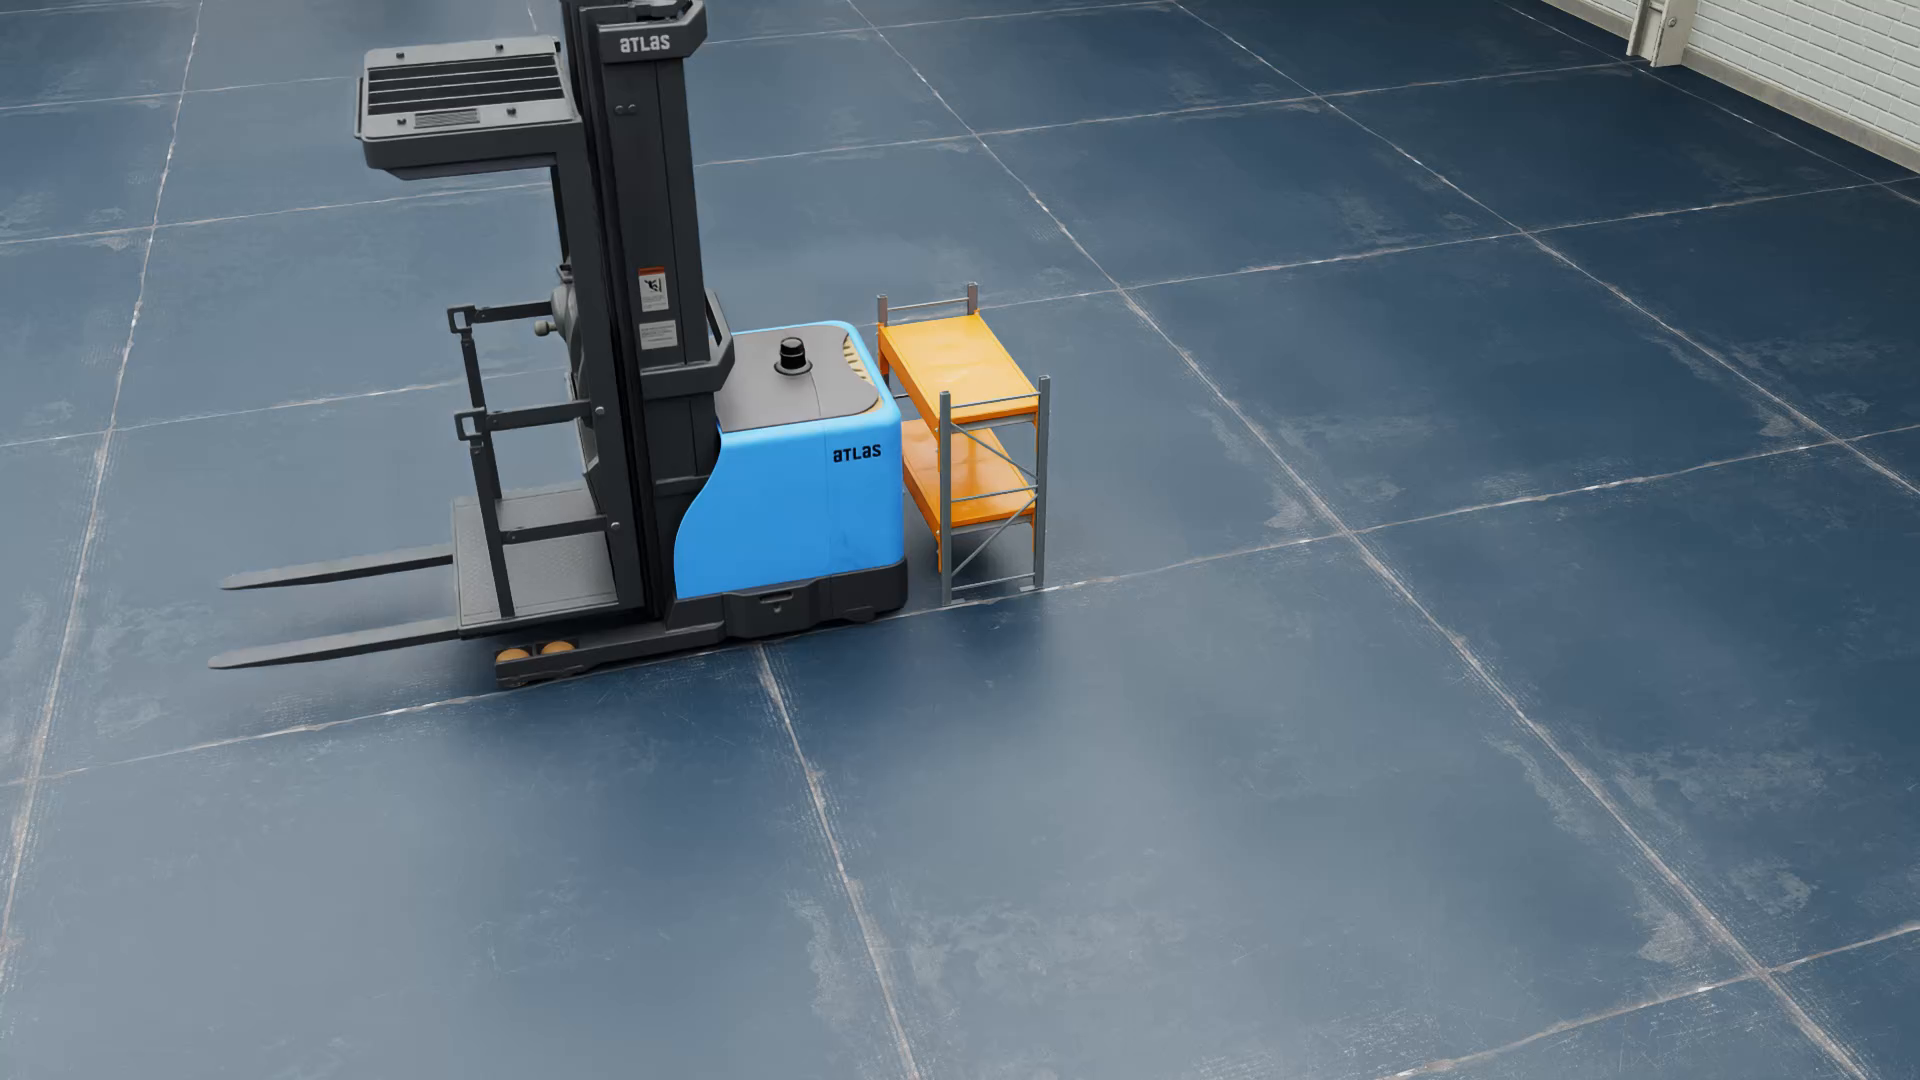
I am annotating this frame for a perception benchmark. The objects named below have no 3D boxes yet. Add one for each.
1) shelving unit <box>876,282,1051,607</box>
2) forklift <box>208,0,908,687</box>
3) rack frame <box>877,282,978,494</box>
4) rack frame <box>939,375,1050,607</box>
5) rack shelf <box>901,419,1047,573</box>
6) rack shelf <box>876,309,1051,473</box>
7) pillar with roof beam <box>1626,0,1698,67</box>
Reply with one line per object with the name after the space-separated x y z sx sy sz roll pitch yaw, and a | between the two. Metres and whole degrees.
-0.002 -0.473 7.945 0.538 1.125 1.048 -10 35 -15 | shelving unit
-1.816 -0.905 6.960 3.031 2.935 1.130 -9 35 -13 | forklift
-0.157 -0.740 8.349 0.500 1.125 0.032 -10 35 -15 | rack frame
0.153 -0.206 7.541 0.500 1.125 0.032 -10 35 -15 | rack frame
-0.002 -0.269 8.080 0.538 0.278 1.000 -10 35 -15 | rack shelf
-0.002 -0.717 7.784 0.538 0.278 1.000 -10 35 -15 | rack shelf
2.031 -7.279 11.103 9.100 9.000 0.400 -10 35 -15 | pillar with roof beam
